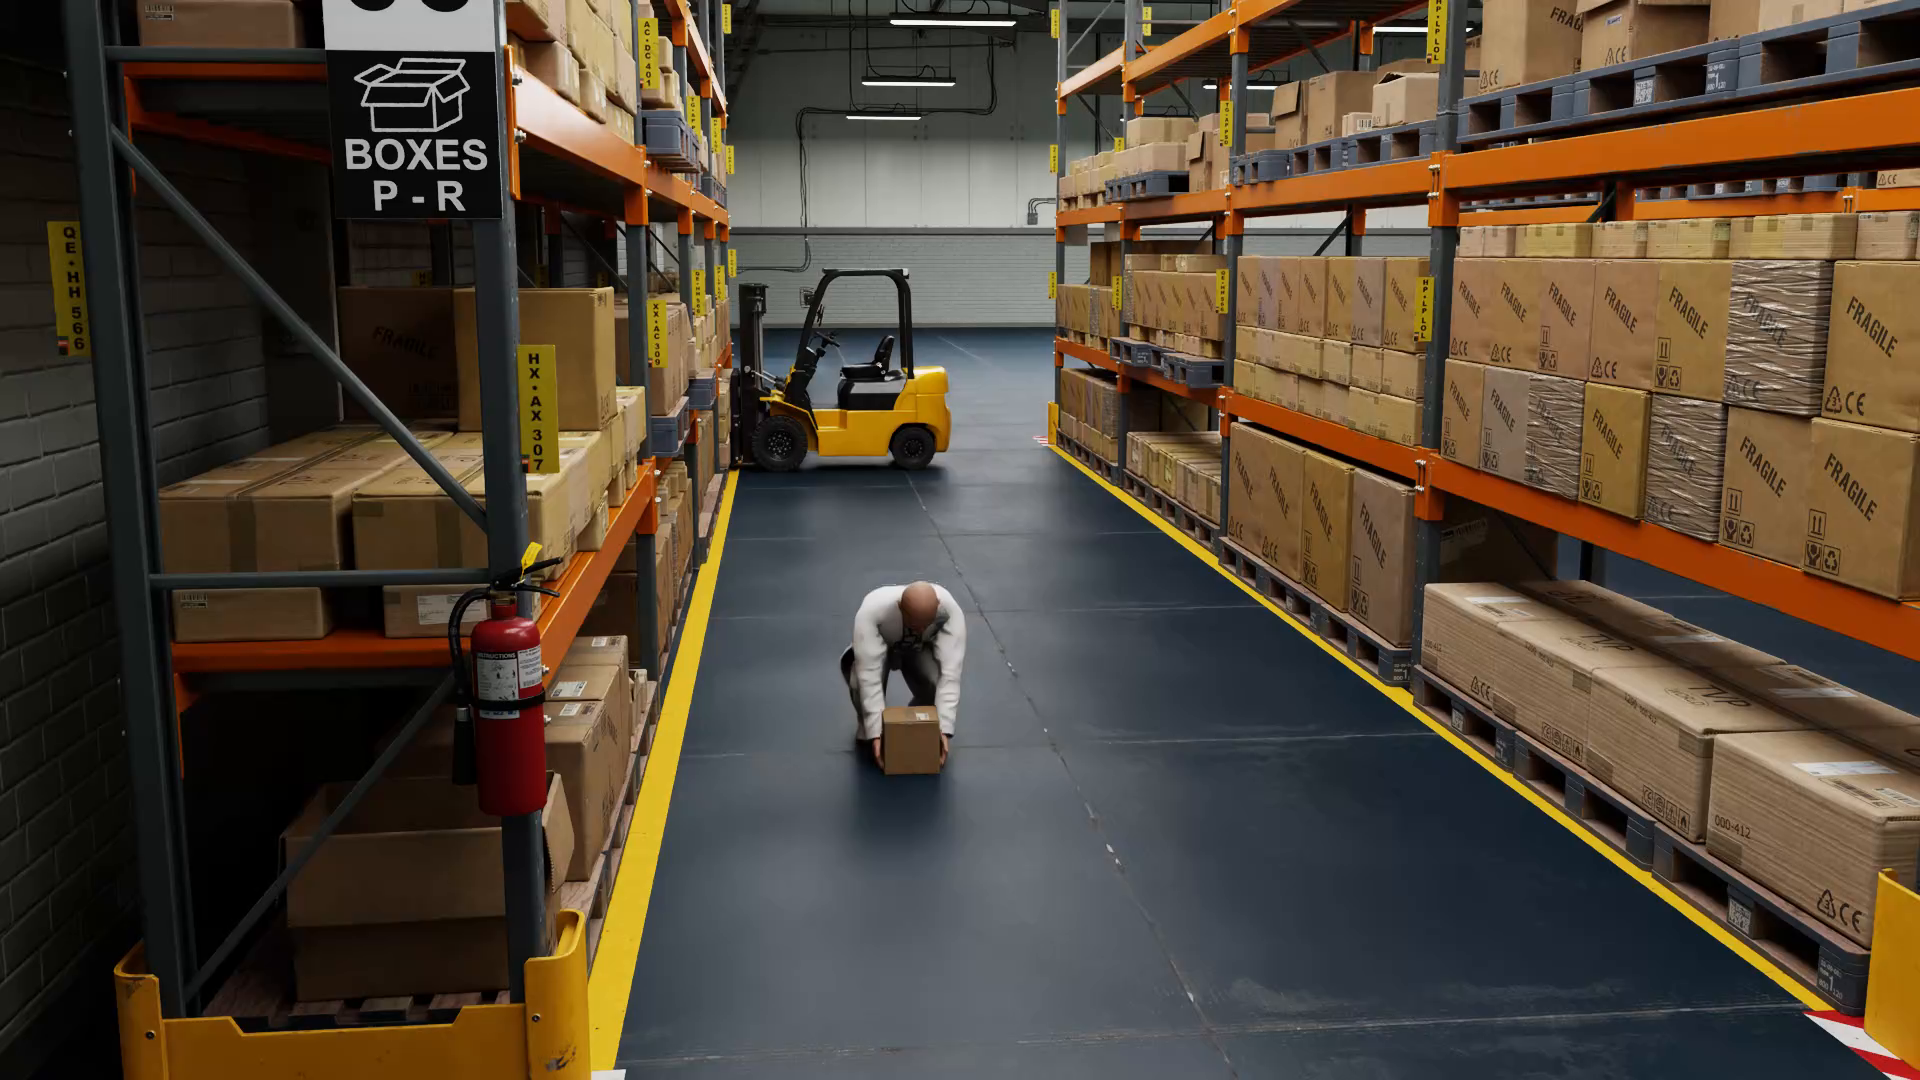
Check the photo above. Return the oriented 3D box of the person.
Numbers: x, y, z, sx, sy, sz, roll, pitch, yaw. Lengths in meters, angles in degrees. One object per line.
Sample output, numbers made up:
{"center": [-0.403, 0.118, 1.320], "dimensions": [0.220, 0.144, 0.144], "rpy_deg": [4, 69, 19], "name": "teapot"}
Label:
{"center": [-0.276, 0.572, 7.921], "dimensions": [0.597, 0.889, 0.906], "rpy_deg": [-1, 10, -6], "name": "person"}
